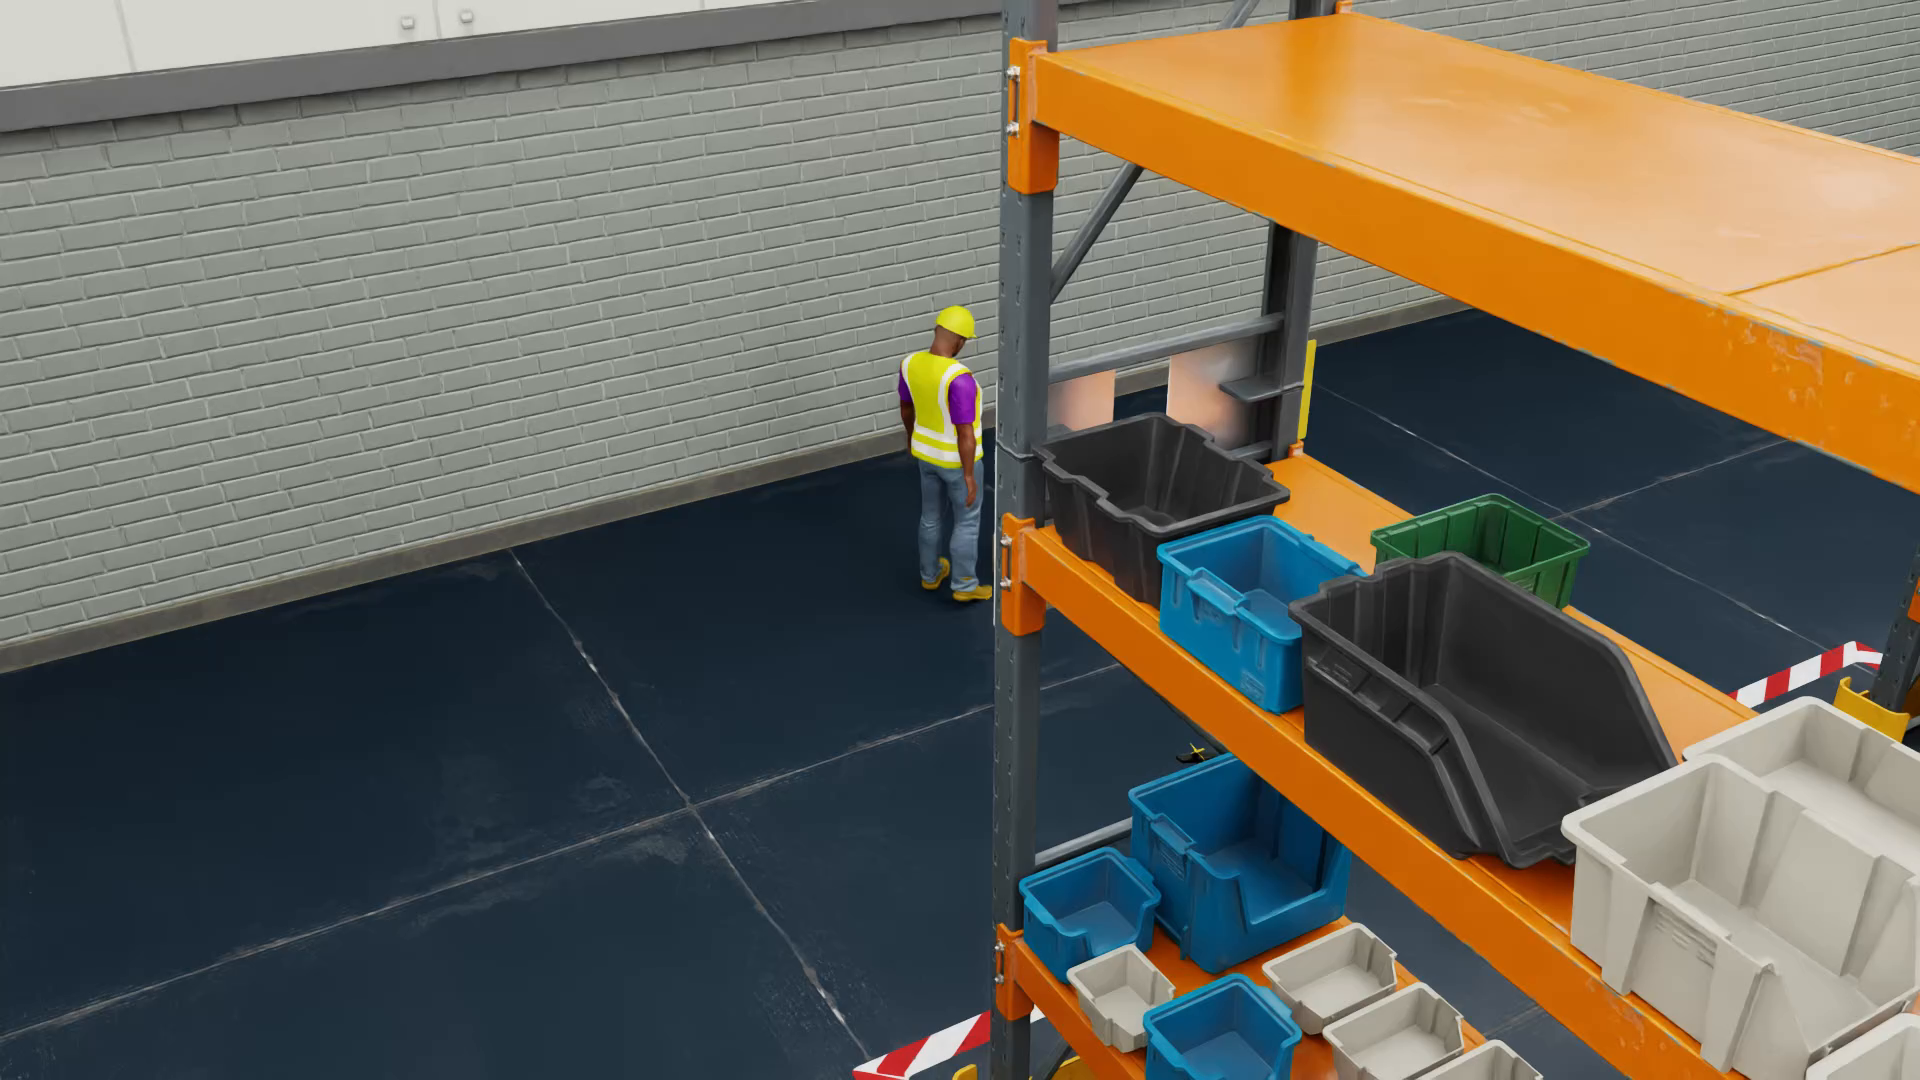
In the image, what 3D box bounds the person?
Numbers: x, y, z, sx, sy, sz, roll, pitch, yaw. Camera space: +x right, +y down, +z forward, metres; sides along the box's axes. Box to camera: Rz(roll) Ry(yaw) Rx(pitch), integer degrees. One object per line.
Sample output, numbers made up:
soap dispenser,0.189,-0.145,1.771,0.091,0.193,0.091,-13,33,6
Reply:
person,-0.074,-0.471,9.388,0.701,1.802,0.408,24,37,36
